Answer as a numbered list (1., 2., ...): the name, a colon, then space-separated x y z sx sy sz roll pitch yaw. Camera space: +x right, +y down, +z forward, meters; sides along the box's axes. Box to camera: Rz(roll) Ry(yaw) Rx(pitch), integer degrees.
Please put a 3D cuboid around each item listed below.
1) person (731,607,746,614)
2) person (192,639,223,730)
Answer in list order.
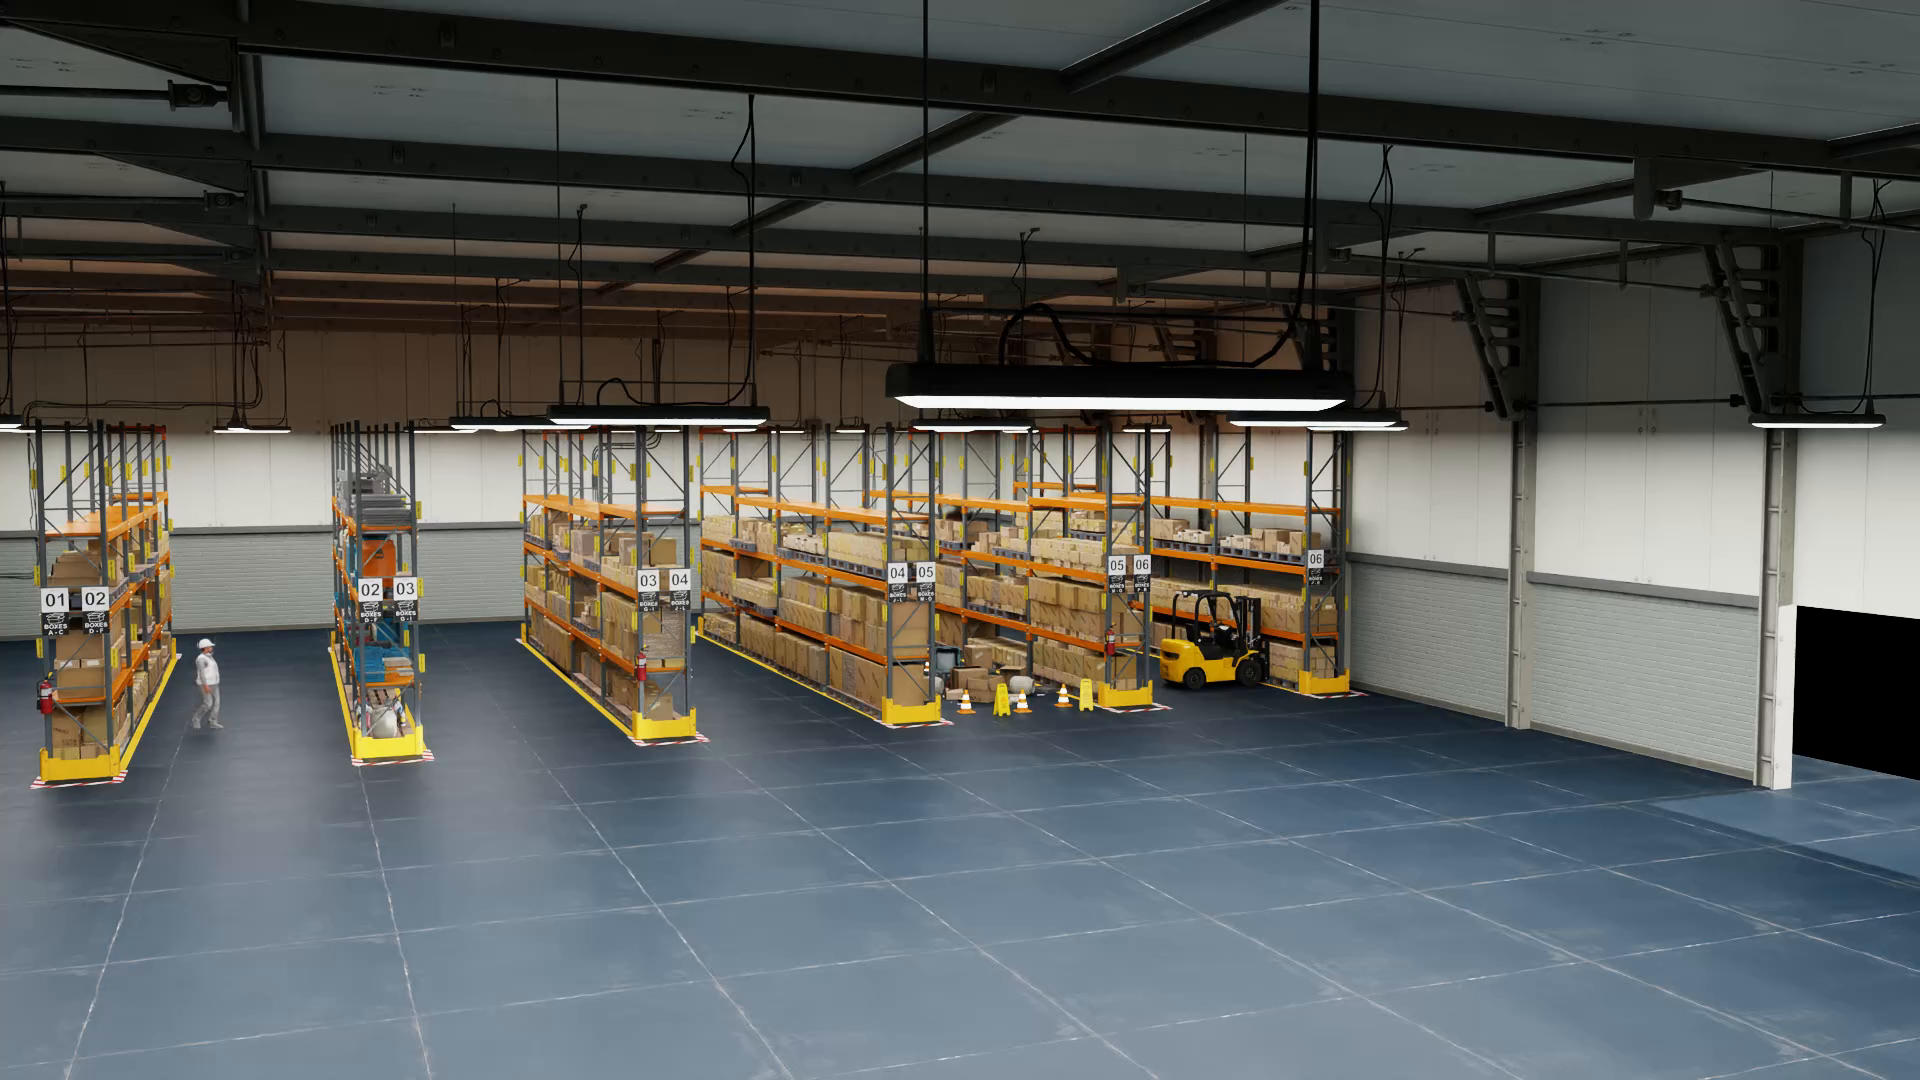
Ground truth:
1. person: -6.743 1.738 50.427 0.459 1.618 0.995 -2 4 -28
2. person: -14.724 2.822 32.528 0.567 1.777 0.572 1 4 10
